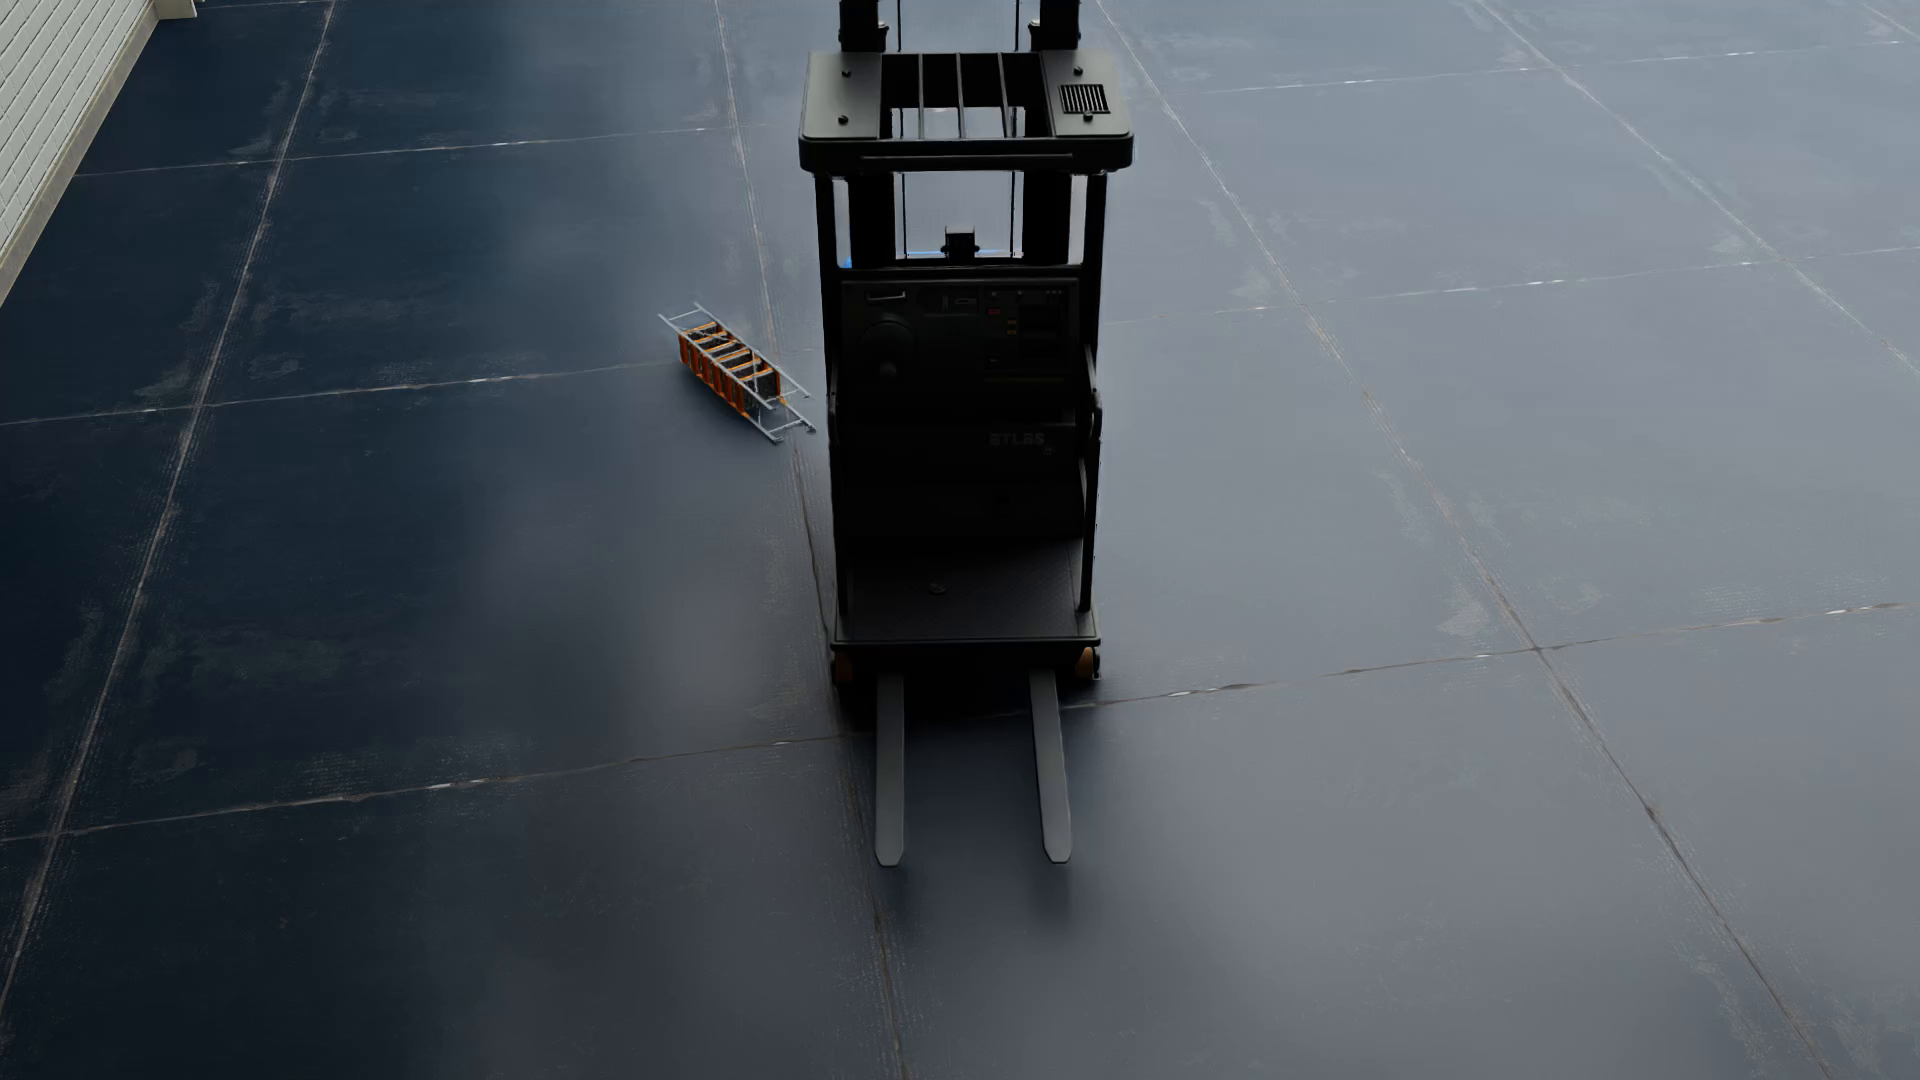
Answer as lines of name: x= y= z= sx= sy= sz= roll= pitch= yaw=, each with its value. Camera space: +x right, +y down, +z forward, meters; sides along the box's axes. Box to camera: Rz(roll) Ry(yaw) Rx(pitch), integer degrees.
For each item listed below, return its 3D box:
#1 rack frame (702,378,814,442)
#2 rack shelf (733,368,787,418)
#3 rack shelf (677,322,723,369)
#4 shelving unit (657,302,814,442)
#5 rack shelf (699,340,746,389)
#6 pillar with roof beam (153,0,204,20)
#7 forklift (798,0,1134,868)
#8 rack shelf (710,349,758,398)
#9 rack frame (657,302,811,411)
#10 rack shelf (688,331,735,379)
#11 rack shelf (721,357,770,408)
rack frame: x=-1.196 y=-0.829 z=8.816 sx=0.240 sy=0.006 sz=1.200 roll=-24 pitch=43 yaw=-28
rack shelf: x=-1.030 y=-0.765 z=8.576 sx=0.258 sy=0.180 sz=0.103 roll=-24 pitch=43 yaw=-28
rack shelf: x=-1.382 y=-1.054 z=8.967 sx=0.258 sy=0.180 sz=0.103 roll=-24 pitch=43 yaw=-28
shelving unit: x=-1.197 y=-0.902 z=8.762 sx=0.258 sy=0.189 sz=1.200 roll=-24 pitch=43 yaw=-28
rack shelf: x=-1.241 y=-0.938 z=8.811 sx=0.258 sy=0.180 sz=0.103 roll=-24 pitch=43 yaw=-28
pillar with roof beam: x=-1.931 y=-8.212 z=10.985 sx=9.100 sy=9.000 sz=0.400 roll=-6 pitch=38 yaw=-8
forklift: x=0.010 y=-0.758 z=6.336 sx=1.130 sy=2.935 sz=3.031 roll=-1 pitch=38 yaw=-1
rack shelf: x=-1.171 y=-0.880 z=8.733 sx=0.258 sy=0.180 sz=0.103 roll=-24 pitch=43 yaw=-28
rack frame: x=-1.198 y=-0.975 z=8.707 sx=0.240 sy=0.006 sz=1.200 roll=-24 pitch=43 yaw=-28
rack shelf: x=-1.311 y=-0.996 z=8.889 sx=0.258 sy=0.180 sz=0.103 roll=-24 pitch=43 yaw=-28
rack shelf: x=-1.100 y=-0.823 z=8.654 sx=0.258 sy=0.180 sz=0.103 roll=-24 pitch=43 yaw=-28
